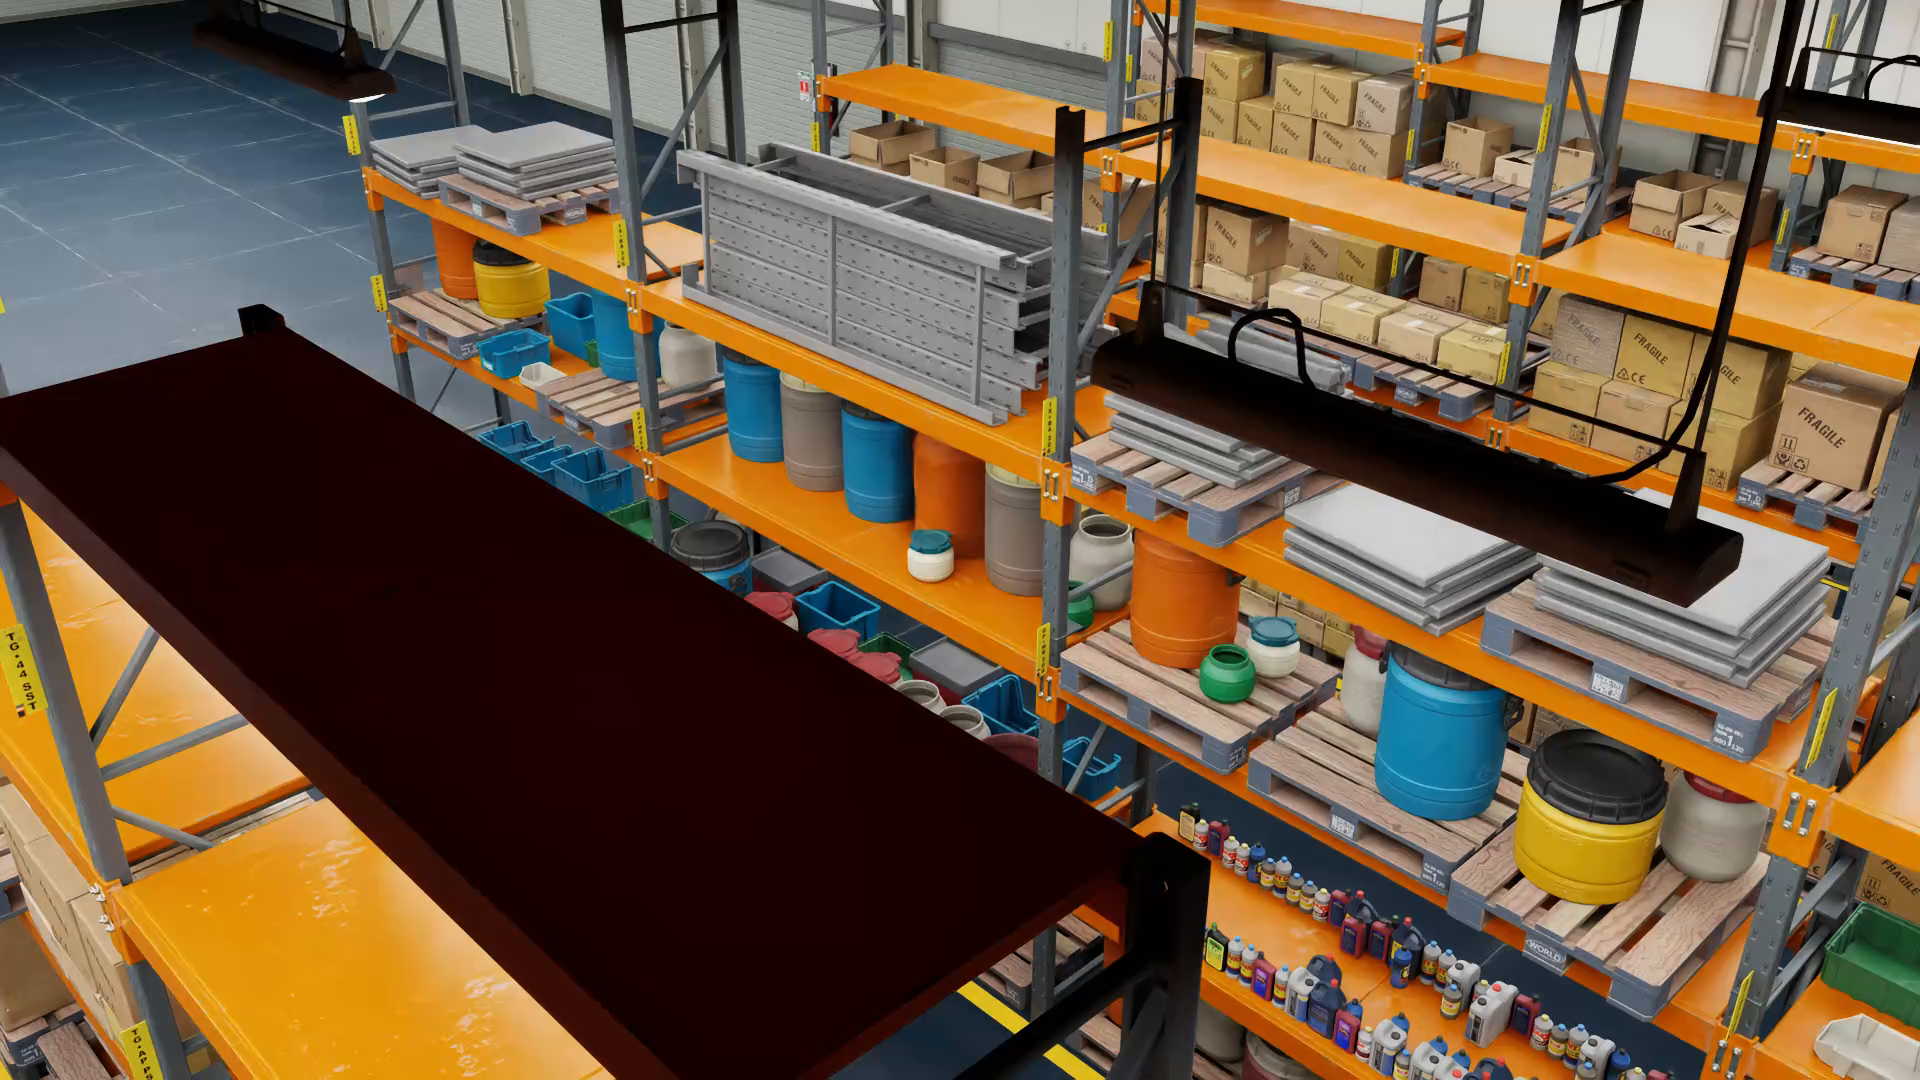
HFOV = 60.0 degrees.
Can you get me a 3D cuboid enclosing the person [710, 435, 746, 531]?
[{"bbox_3d":[-2.041,-0.180,15.474,0.610,1.653,0.503,15,32,26],"label":"person"}]
